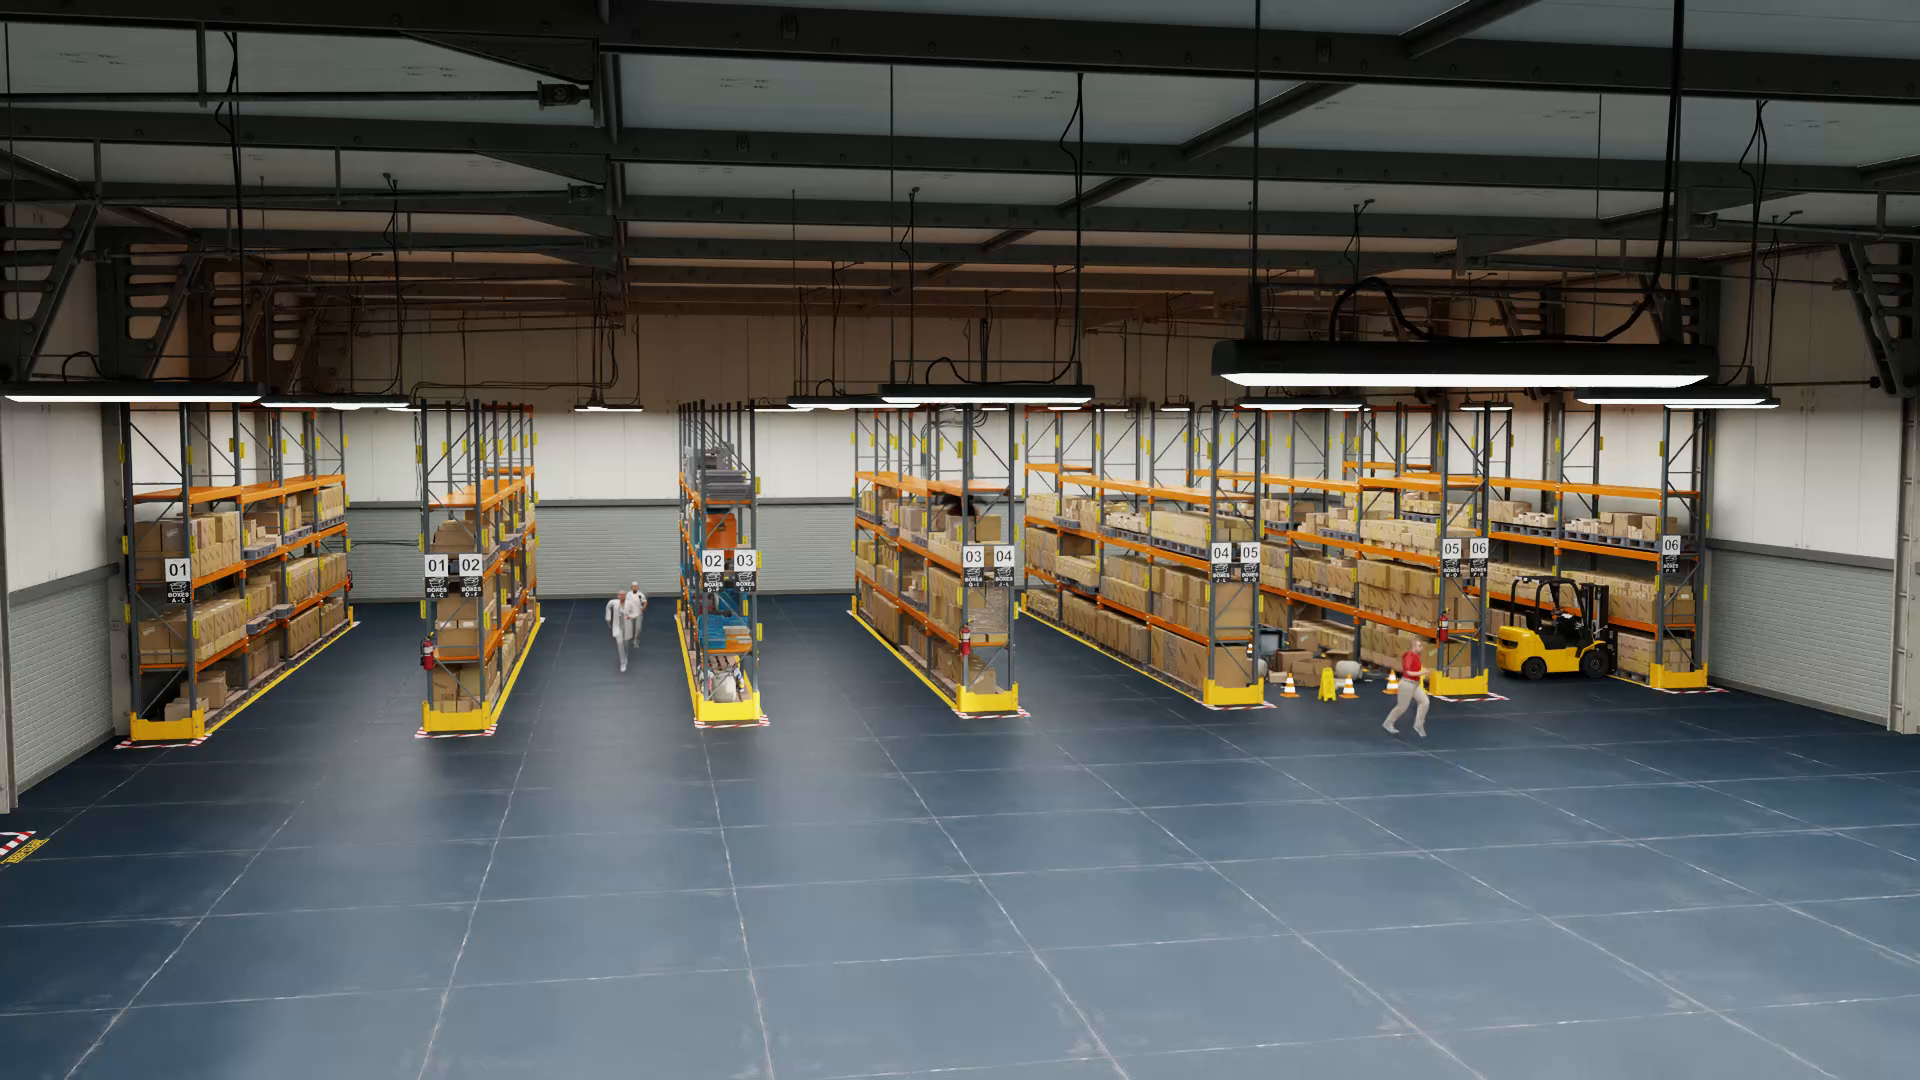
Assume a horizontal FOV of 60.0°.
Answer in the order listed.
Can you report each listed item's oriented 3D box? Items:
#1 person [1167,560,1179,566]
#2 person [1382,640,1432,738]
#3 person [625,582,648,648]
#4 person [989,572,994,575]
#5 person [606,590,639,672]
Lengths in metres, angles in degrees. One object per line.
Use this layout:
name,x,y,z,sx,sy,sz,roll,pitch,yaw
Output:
person,6.469,1.050,50.923,0.578,1.662,0.577,0,4,6
person,7.955,2.651,29.555,0.878,1.781,0.687,2,5,30
person,-7.998,1.839,40.938,0.616,1.627,0.550,-1,4,-12
person,0.869,1.292,46.836,0.681,1.826,0.859,0,4,-4
person,-7.605,2.011,37.485,0.734,1.809,1.079,-1,4,-10
